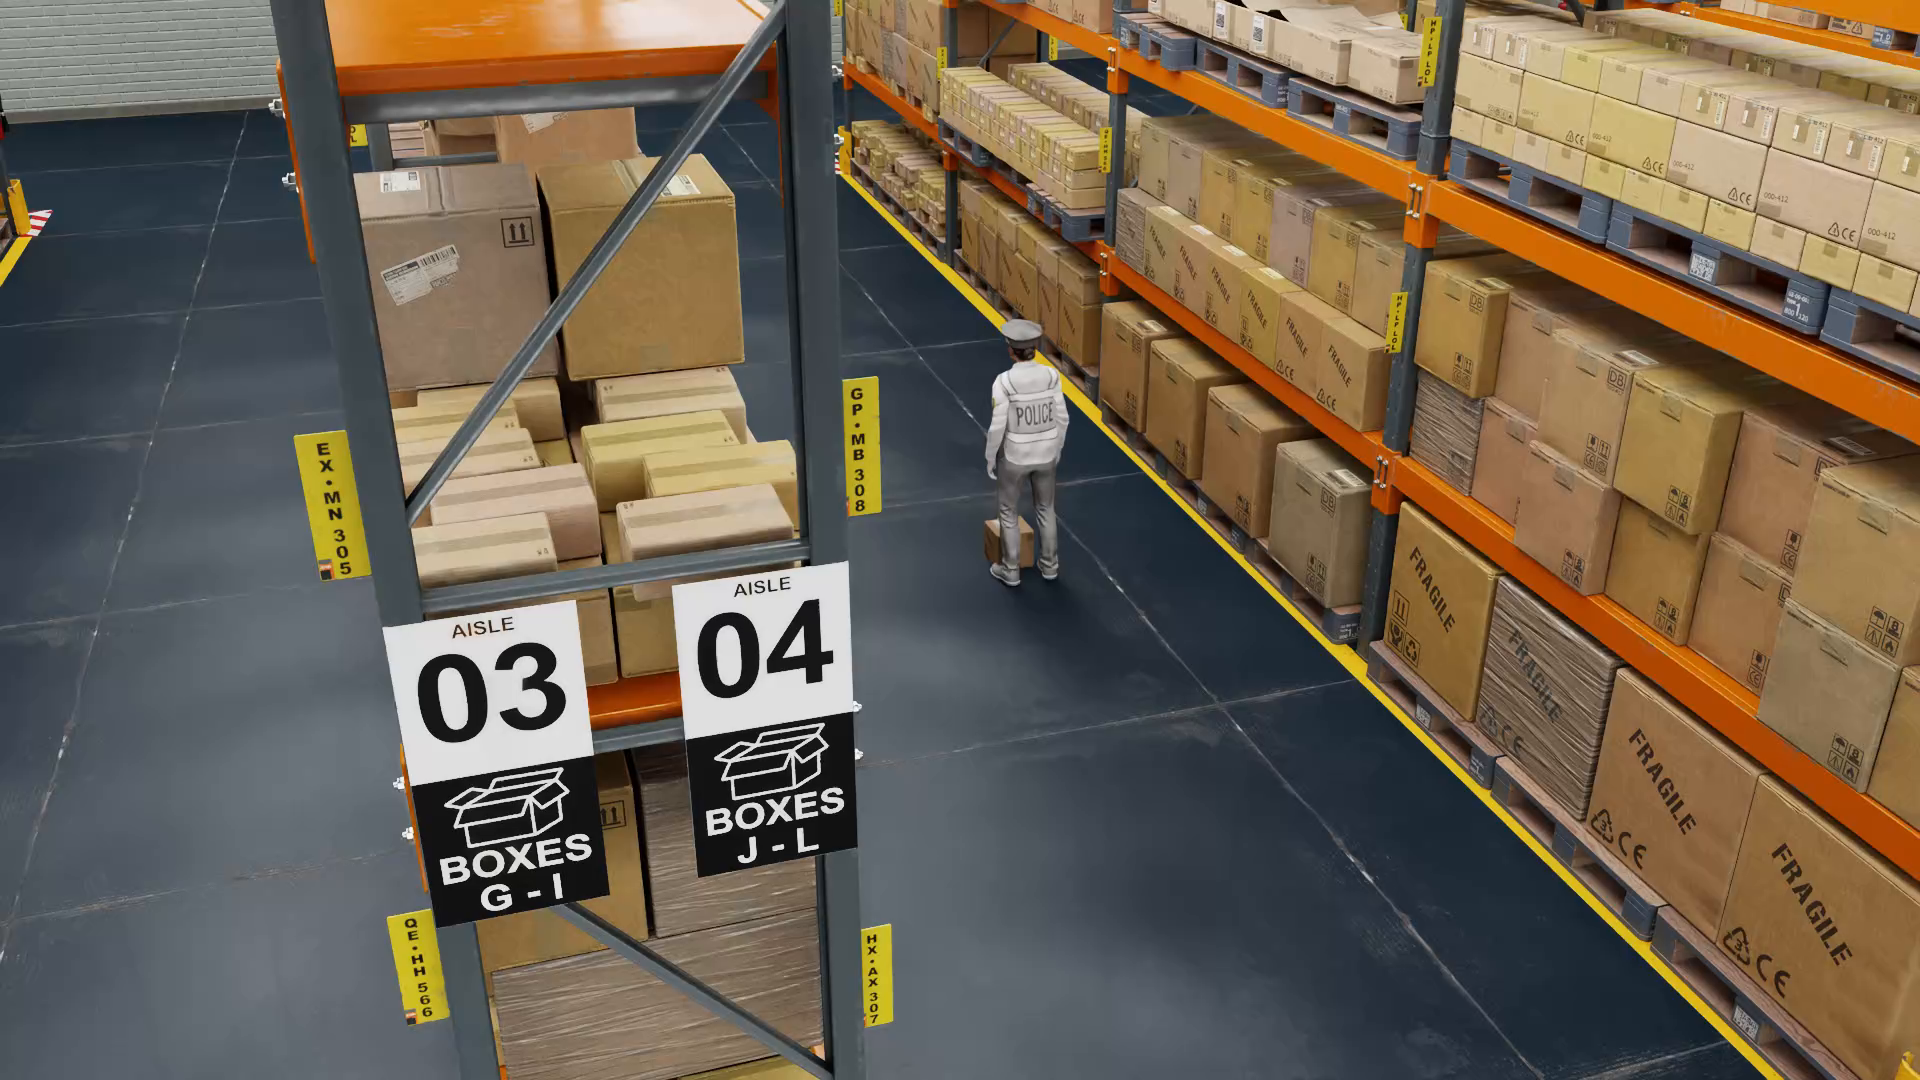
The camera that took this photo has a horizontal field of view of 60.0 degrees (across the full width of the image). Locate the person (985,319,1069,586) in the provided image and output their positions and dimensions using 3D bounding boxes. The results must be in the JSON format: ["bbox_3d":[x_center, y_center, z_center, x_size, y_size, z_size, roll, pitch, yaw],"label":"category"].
[{"bbox_3d":[0.399,-0.506,10.126,0.518,1.663,0.369,-9,28,-18],"label":"person"}]
